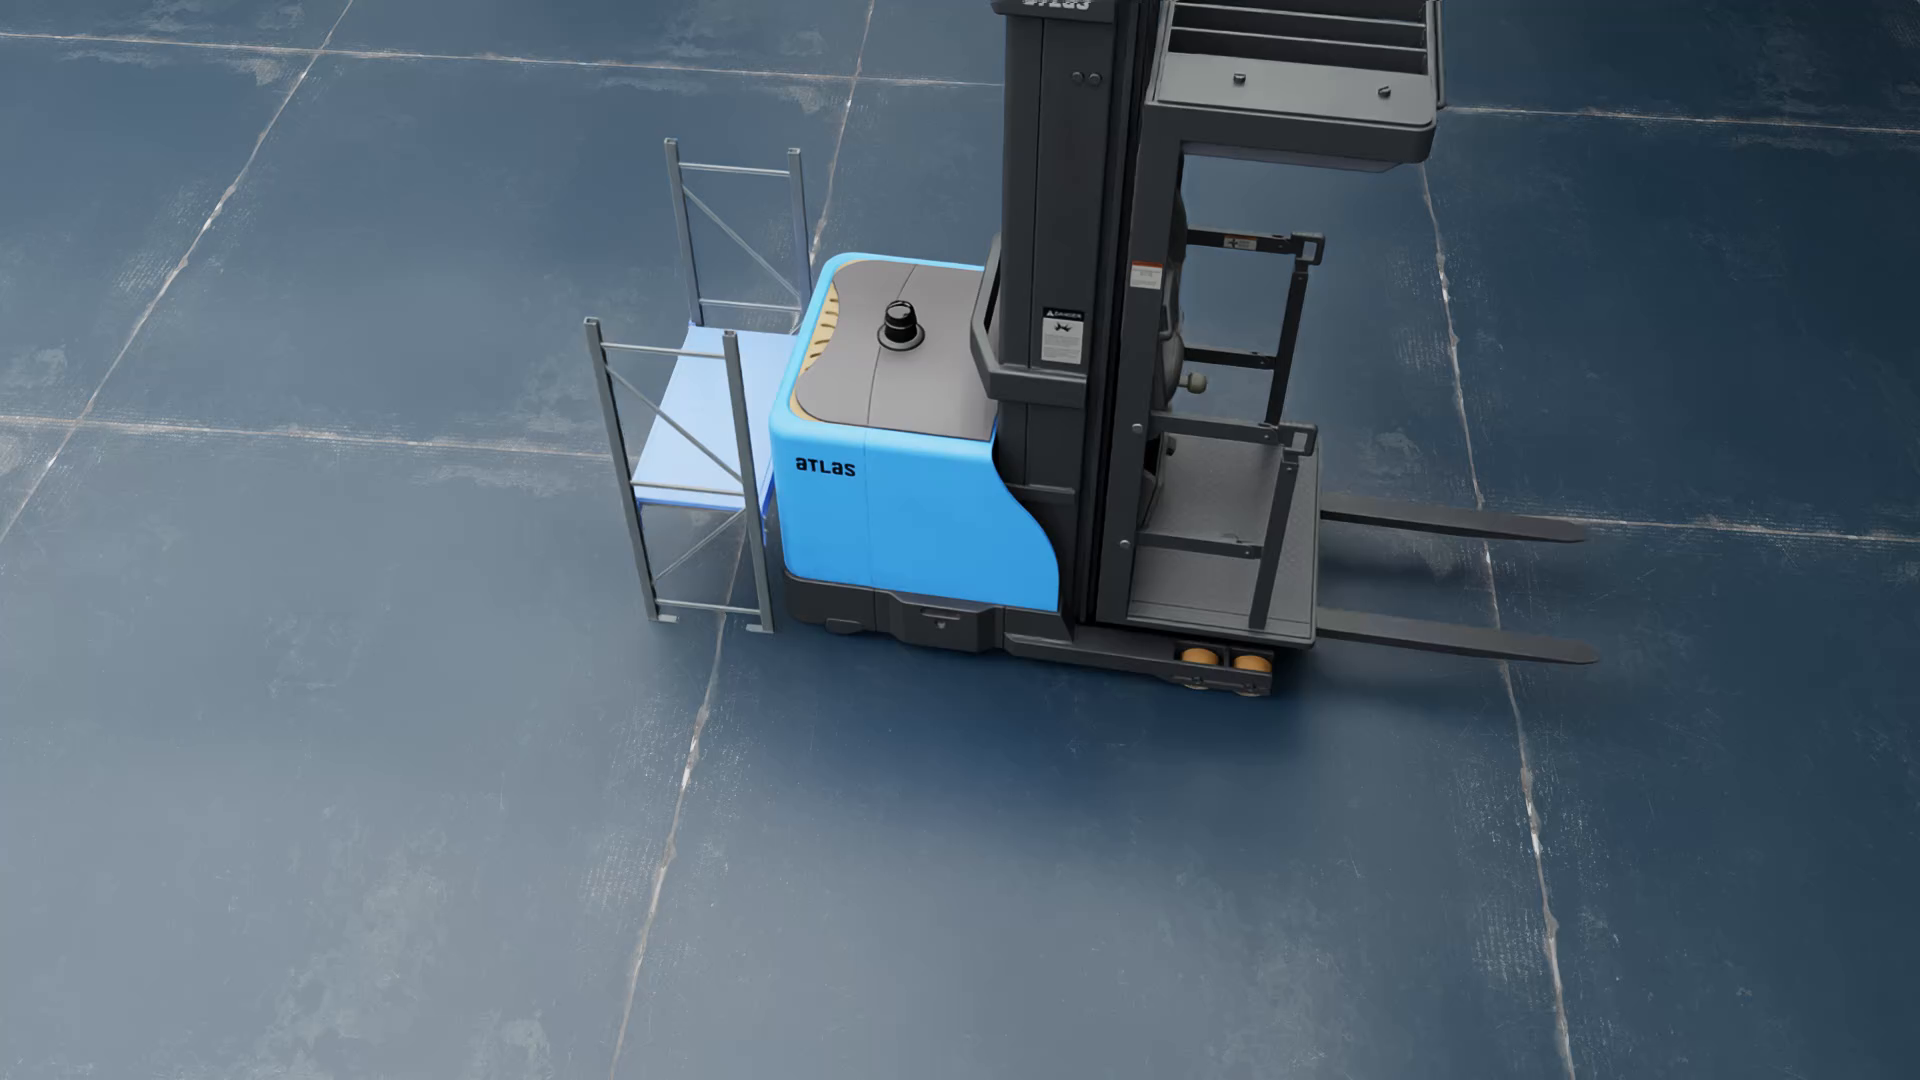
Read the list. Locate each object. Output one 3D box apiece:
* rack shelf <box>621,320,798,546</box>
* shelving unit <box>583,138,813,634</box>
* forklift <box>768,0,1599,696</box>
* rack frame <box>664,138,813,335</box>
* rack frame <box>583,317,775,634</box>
[{"bbox_3d":[-0.895,-0.430,6.370,0.538,0.185,1.000,6,48,5],"label":"rack shelf"},{"bbox_3d":[-0.895,-0.551,6.238,0.538,1.500,1.048,6,48,5],"label":"shelving unit"},{"bbox_3d":[0.890,-0.831,5.524,3.031,2.935,1.130,7,48,7],"label":"forklift"},{"bbox_3d":[-0.826,-0.923,6.577,0.500,1.500,0.032,6,48,5],"label":"rack frame"},{"bbox_3d":[-0.965,-0.180,5.898,0.500,1.500,0.032,6,48,5],"label":"rack frame"}]
